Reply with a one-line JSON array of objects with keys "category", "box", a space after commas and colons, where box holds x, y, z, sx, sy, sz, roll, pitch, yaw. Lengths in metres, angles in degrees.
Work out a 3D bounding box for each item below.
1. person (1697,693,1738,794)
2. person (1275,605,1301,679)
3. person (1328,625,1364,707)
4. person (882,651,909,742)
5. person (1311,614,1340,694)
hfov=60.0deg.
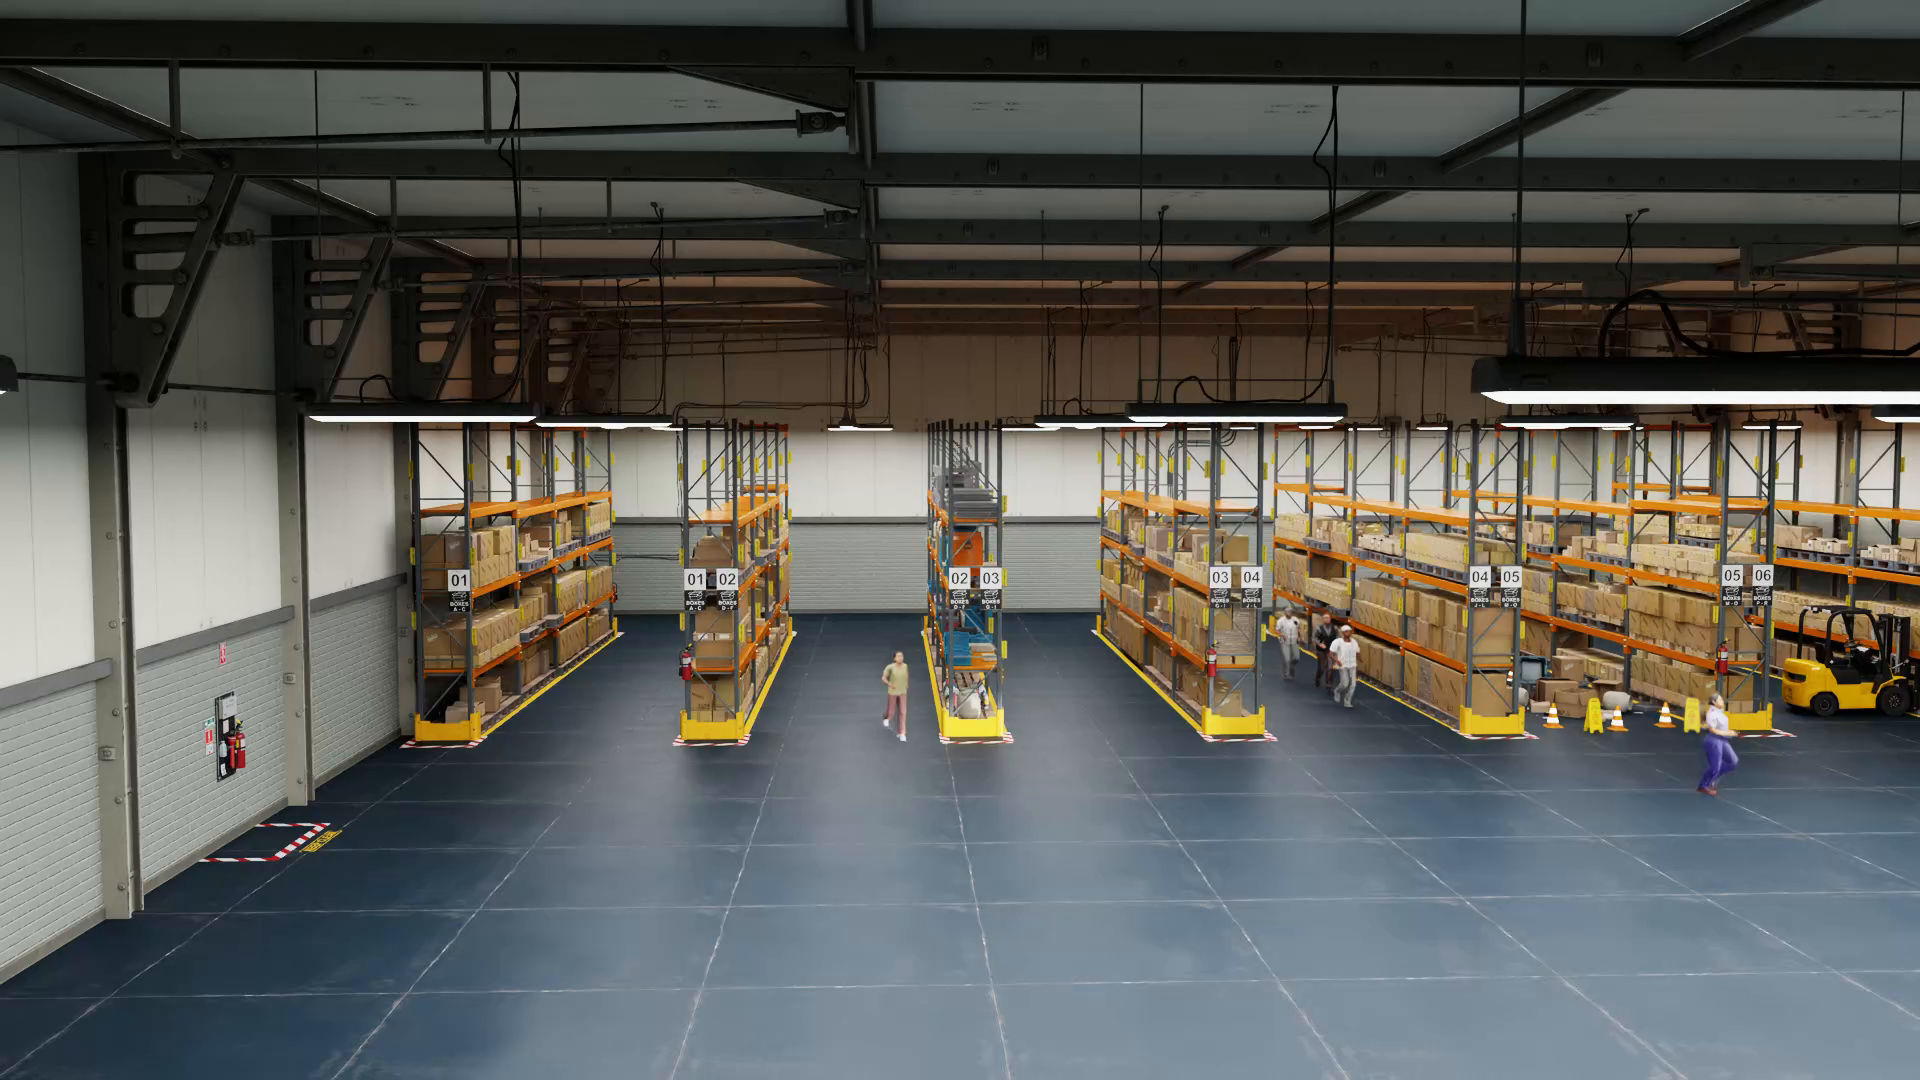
[{"category": "person", "box": [12.009, 3.225, 26.313, 0.593, 1.610, 0.590, 3, 5, 41]}, {"category": "person", "box": [7.656, 2.373, 38.633, 0.638, 1.737, 0.586, 0, 4, -5]}, {"category": "person", "box": [8.080, 2.637, 34.757, 0.698, 1.718, 0.606, -1, 4, -14]}, {"category": "person", "box": [-1.198, 2.902, 31.309, 0.570, 1.659, 1.088, -1, 4, -19]}, {"category": "person", "box": [8.141, 2.504, 36.980, 0.683, 1.731, 0.811, 0, 4, -2]}]
